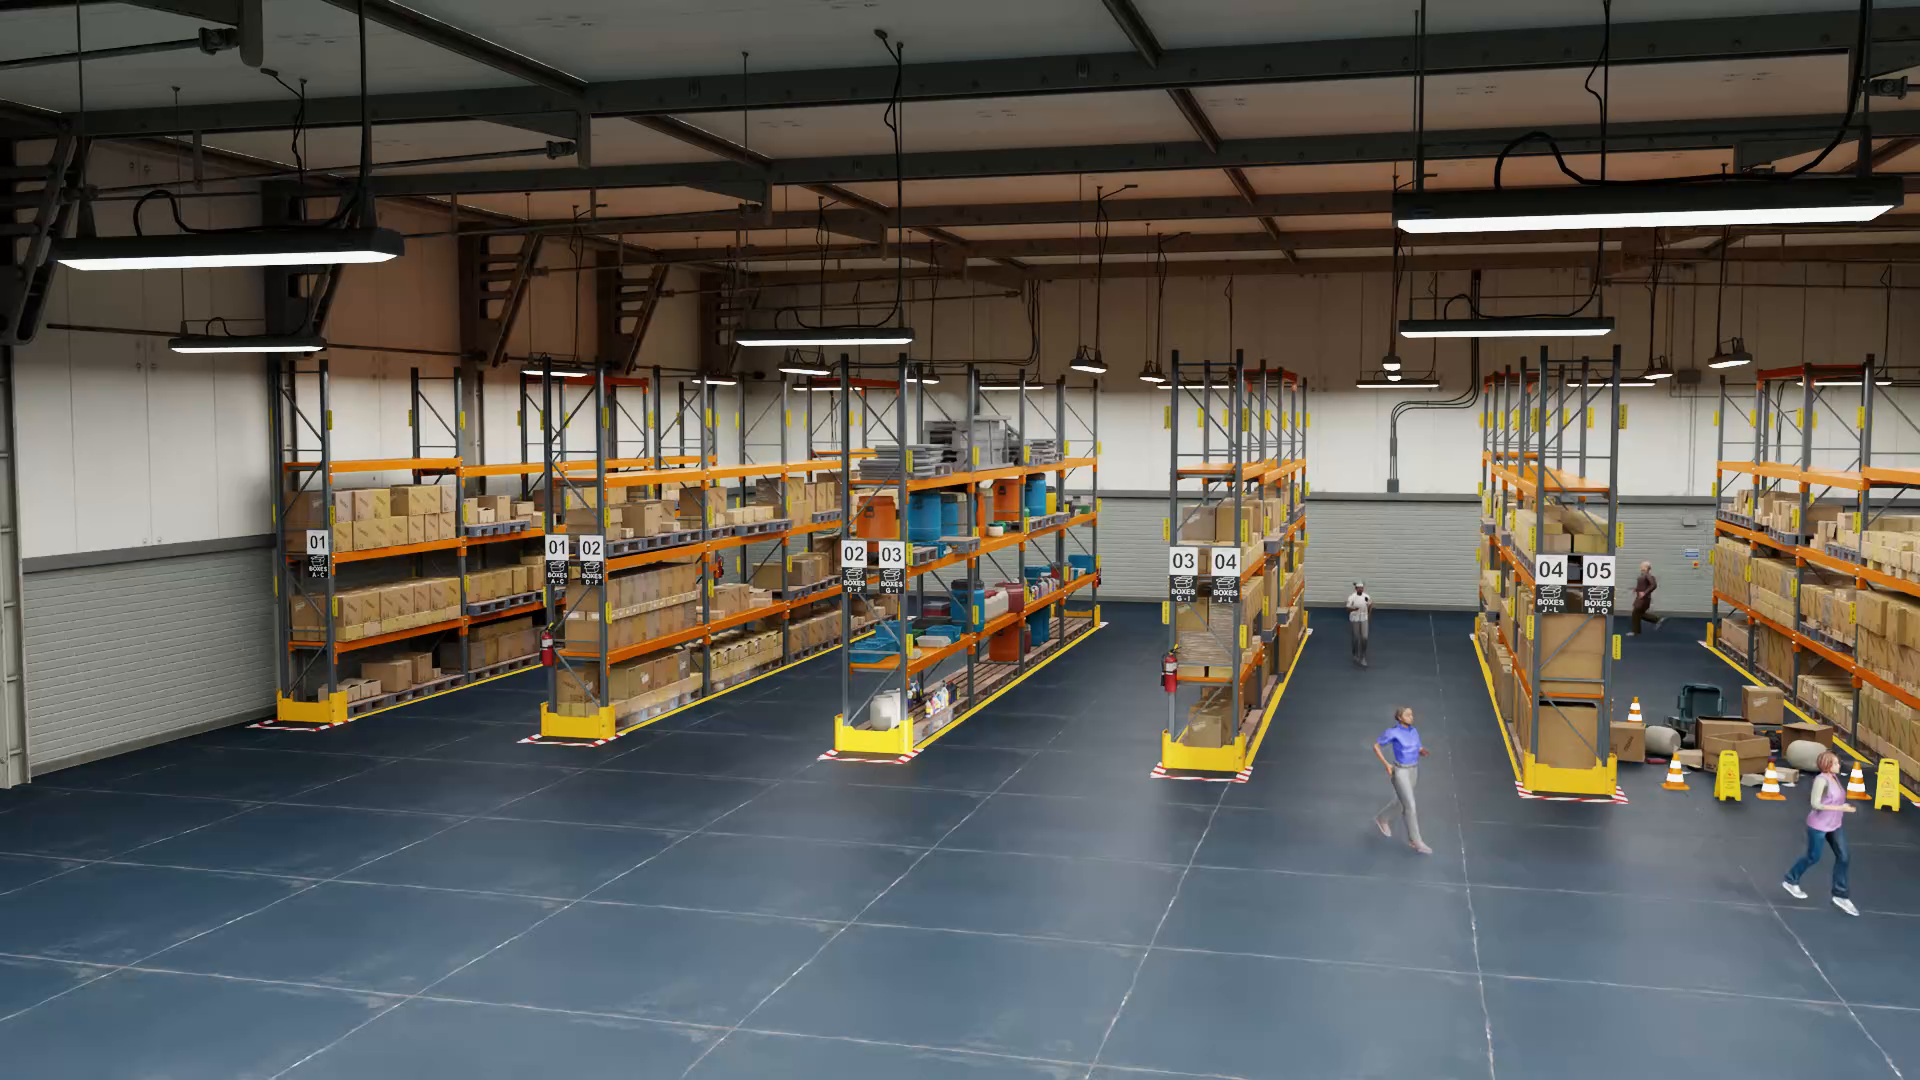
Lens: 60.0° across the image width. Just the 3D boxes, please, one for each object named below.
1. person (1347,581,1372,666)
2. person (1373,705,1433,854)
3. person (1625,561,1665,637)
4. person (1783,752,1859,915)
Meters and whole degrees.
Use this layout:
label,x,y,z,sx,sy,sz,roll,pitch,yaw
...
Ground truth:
label,x,y,z,sx,sy,sz,roll,pitch,yaw
person,8.214,1.702,34.230,0.523,1.755,0.620,1,4,8
person,5.188,2.754,19.465,0.572,1.651,0.936,-3,5,-36
person,15.866,1.371,38.457,0.865,1.755,0.723,1,4,14
person,8.819,2.968,17.040,0.528,1.633,0.750,-2,5,-31
